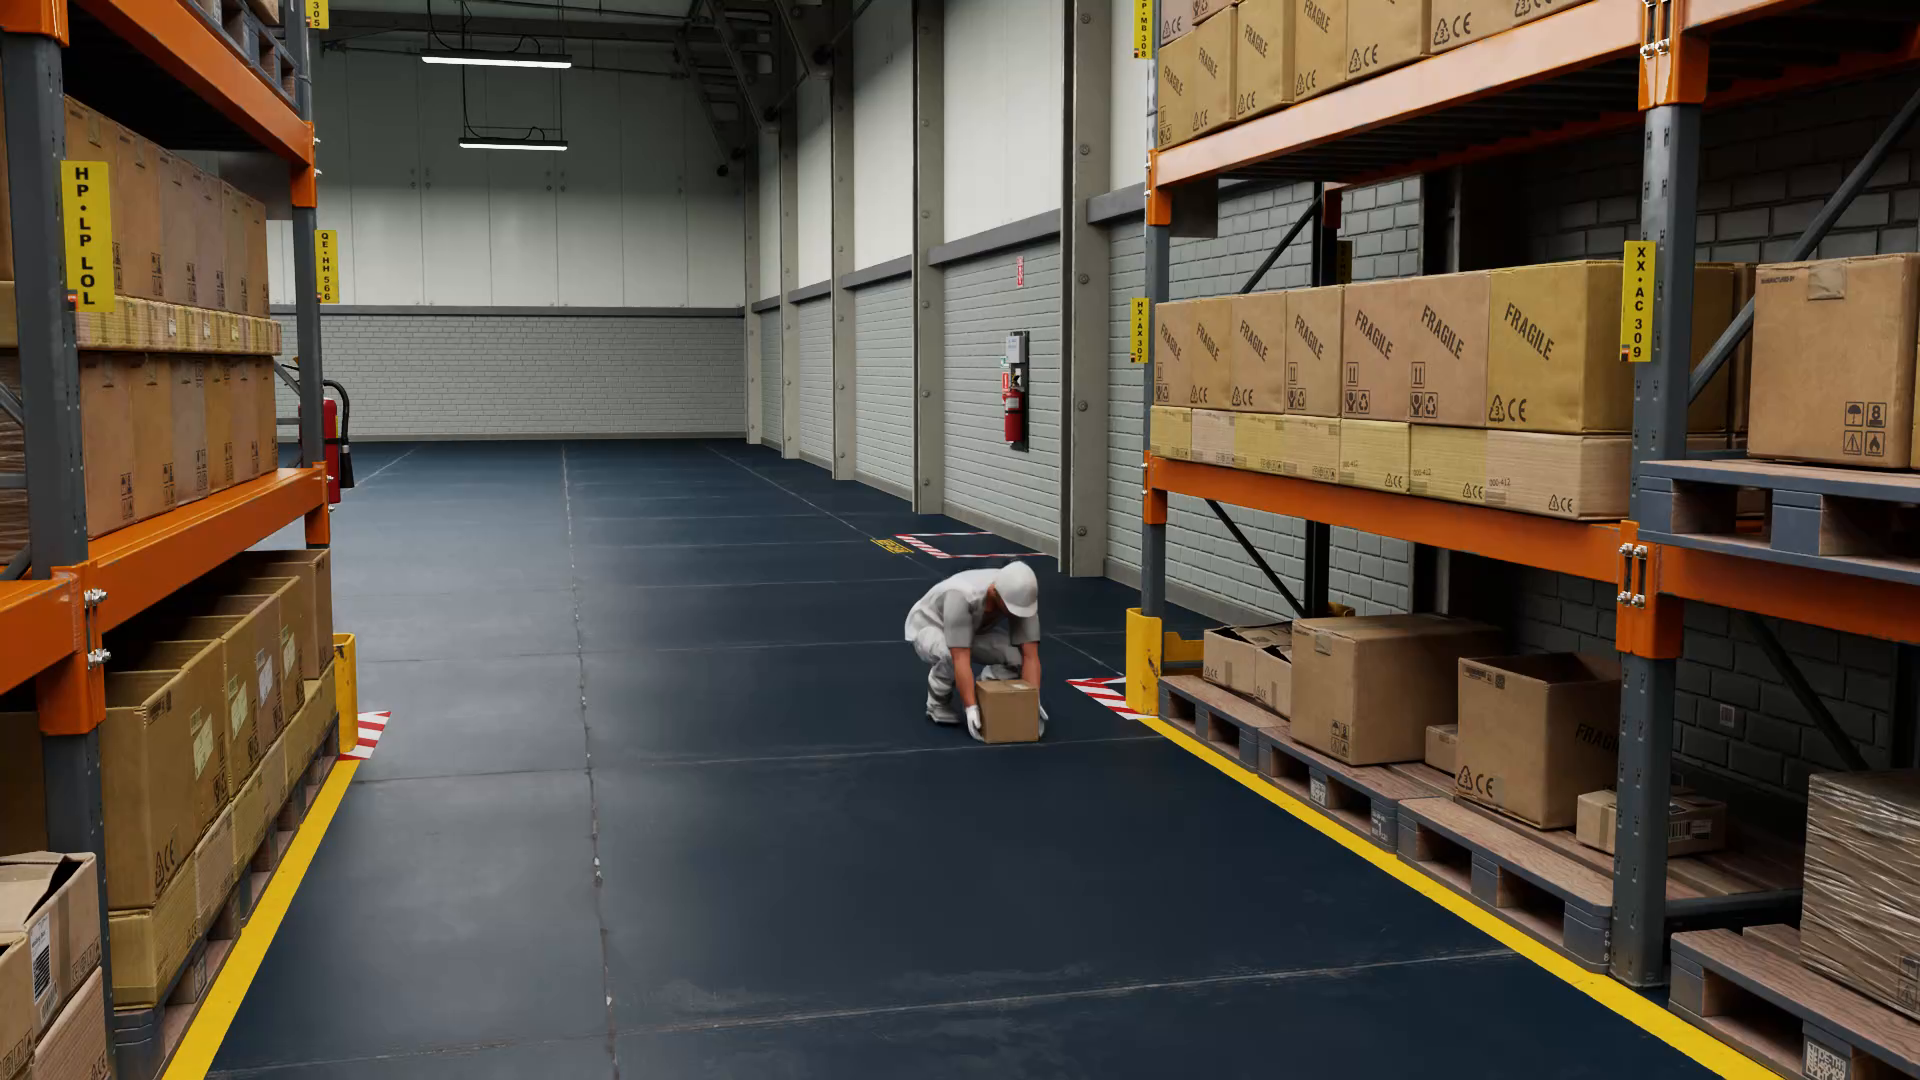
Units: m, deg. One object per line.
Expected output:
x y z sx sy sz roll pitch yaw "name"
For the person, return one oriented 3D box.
0.083 0.510 8.166 0.551 0.877 0.908 -3 7 -27 "person"
